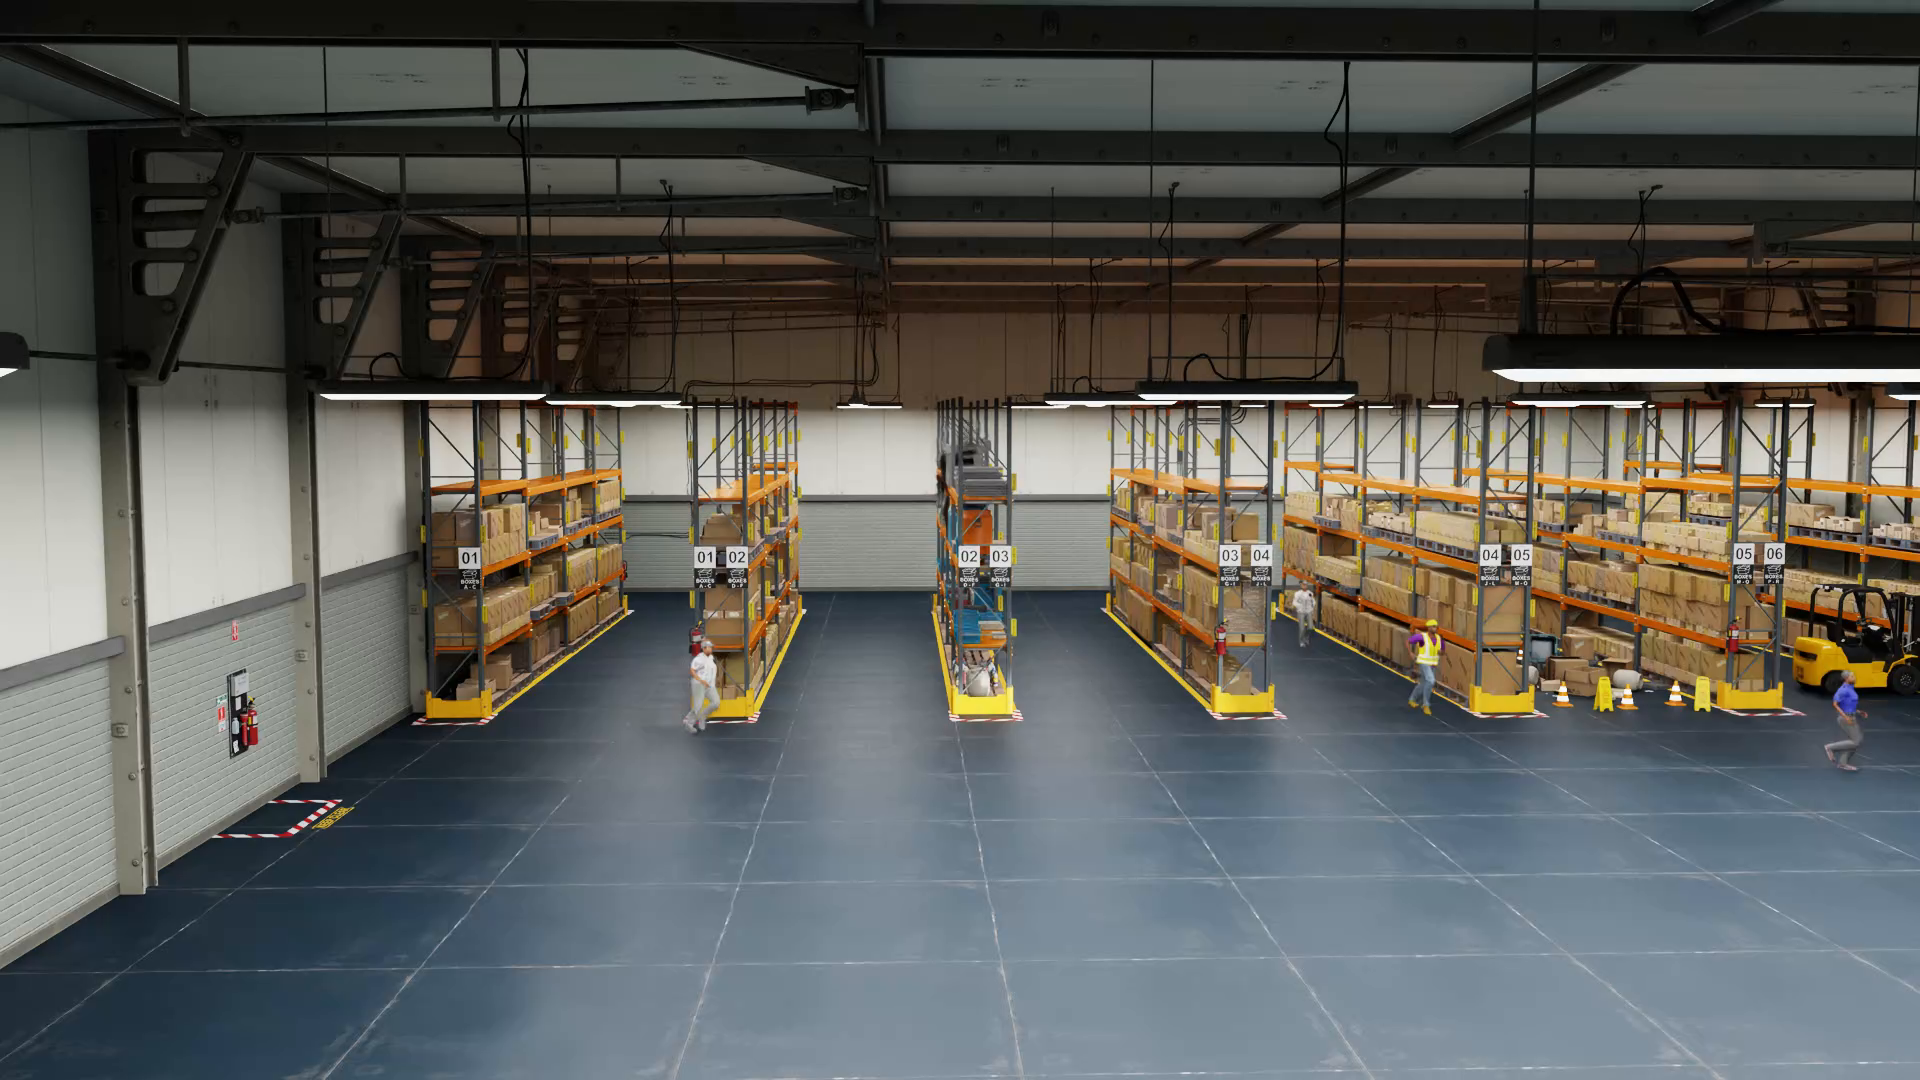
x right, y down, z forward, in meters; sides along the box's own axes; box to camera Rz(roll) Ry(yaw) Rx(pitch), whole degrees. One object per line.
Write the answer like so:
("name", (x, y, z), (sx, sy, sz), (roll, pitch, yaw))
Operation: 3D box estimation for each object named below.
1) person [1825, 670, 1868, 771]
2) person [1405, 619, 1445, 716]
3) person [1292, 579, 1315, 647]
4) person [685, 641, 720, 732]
("person", (14.162, 2.873, 26.554), (0.563, 1.606, 0.588), (4, 6, 40))
("person", (8.923, 2.407, 31.762), (0.709, 1.787, 0.757), (-3, 5, -30))
("person", (8.367, 1.774, 40.271), (0.602, 1.655, 0.554), (0, 4, -4))
("person", (-4.553, 2.611, 29.819), (0.577, 1.606, 0.666), (3, 5, 37))
